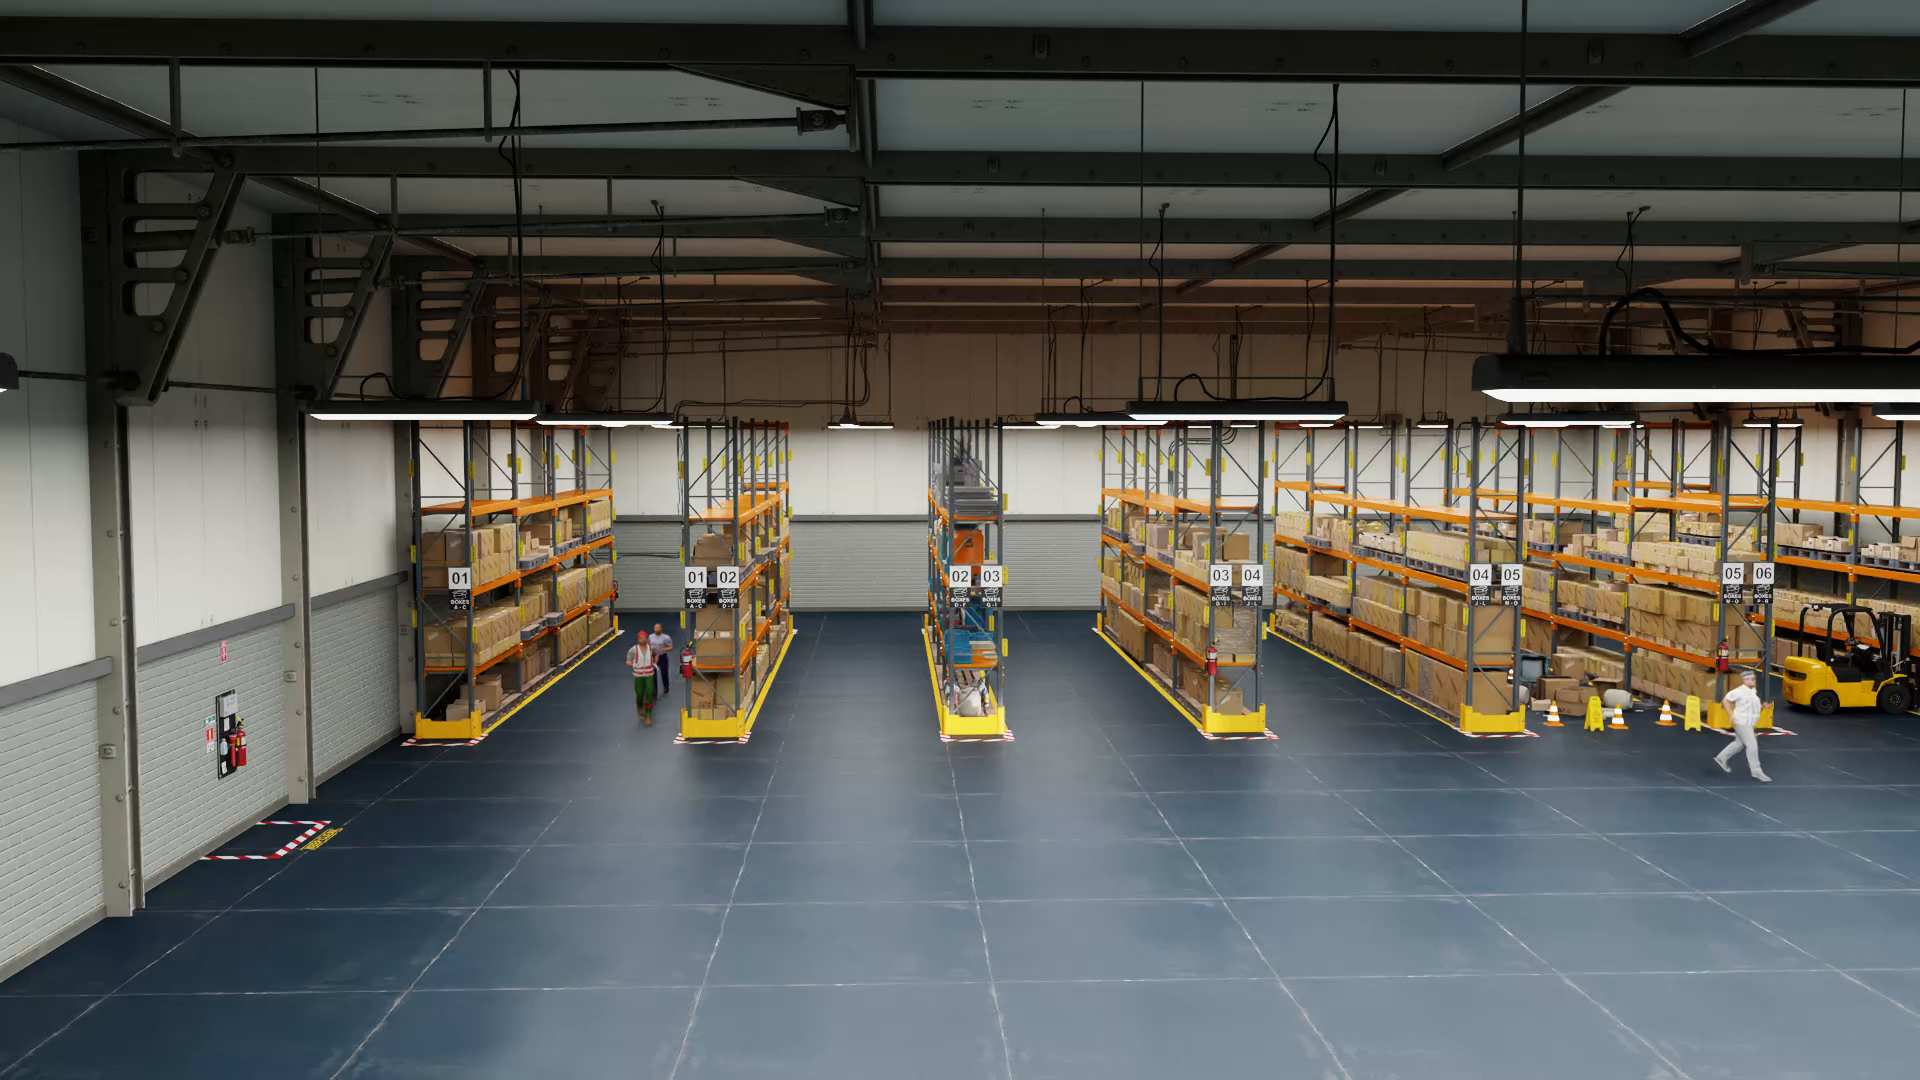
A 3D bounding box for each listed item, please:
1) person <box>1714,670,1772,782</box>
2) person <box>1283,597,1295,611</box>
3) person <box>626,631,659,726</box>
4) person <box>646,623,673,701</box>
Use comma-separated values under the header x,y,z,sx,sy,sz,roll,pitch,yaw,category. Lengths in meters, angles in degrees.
x,y,z,sx,sy,sz,roll,pitch,yaw,category
12.913,3.024,27.402,0.643,1.792,0.968,-4,5,-44,person
9.808,1.750,49.134,0.587,1.553,0.712,1,4,15,person
-6.222,2.681,32.666,0.653,1.799,0.987,-1,4,-16,person
-6.442,2.581,35.531,0.615,1.617,0.918,0,4,-2,person
